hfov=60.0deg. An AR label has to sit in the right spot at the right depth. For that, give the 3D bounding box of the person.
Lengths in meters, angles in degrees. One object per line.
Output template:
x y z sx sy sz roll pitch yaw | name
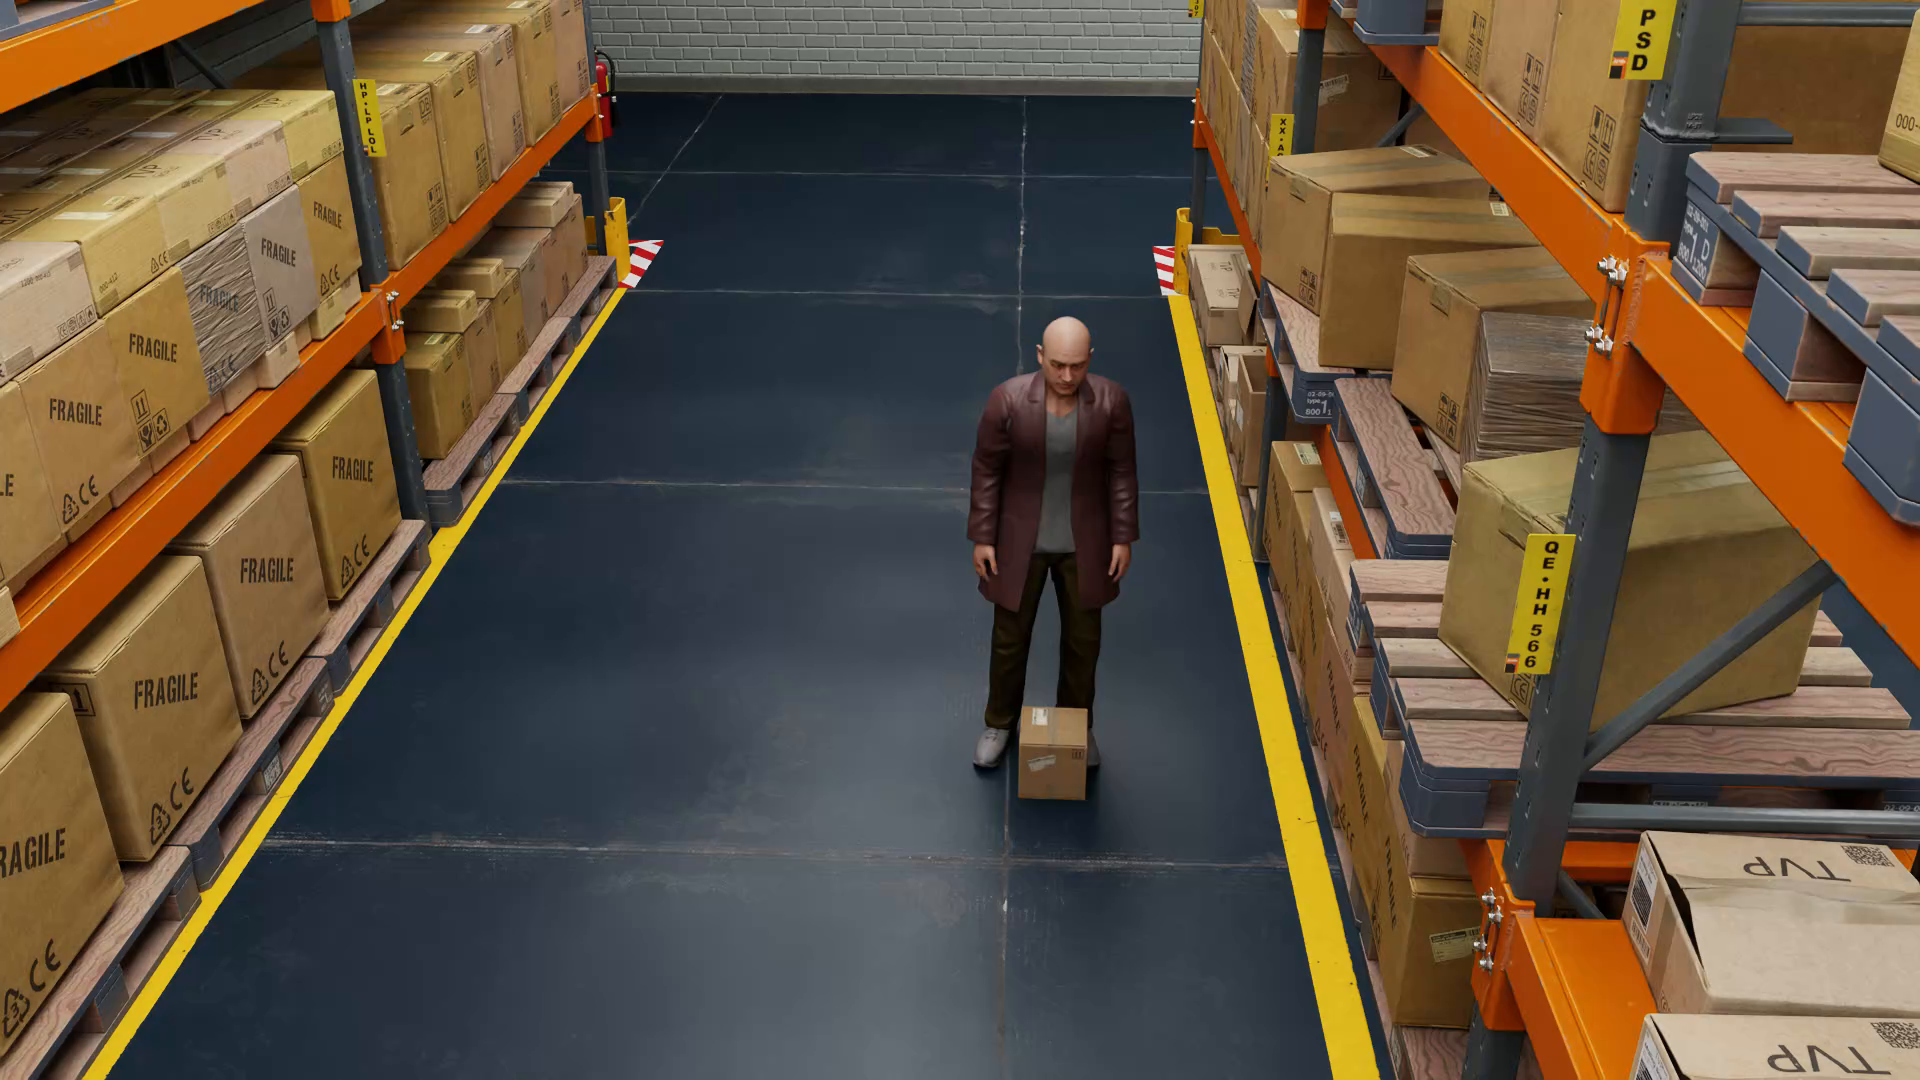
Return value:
0.342 0.011 6.118 0.638 1.772 0.432 0 28 0 | person
